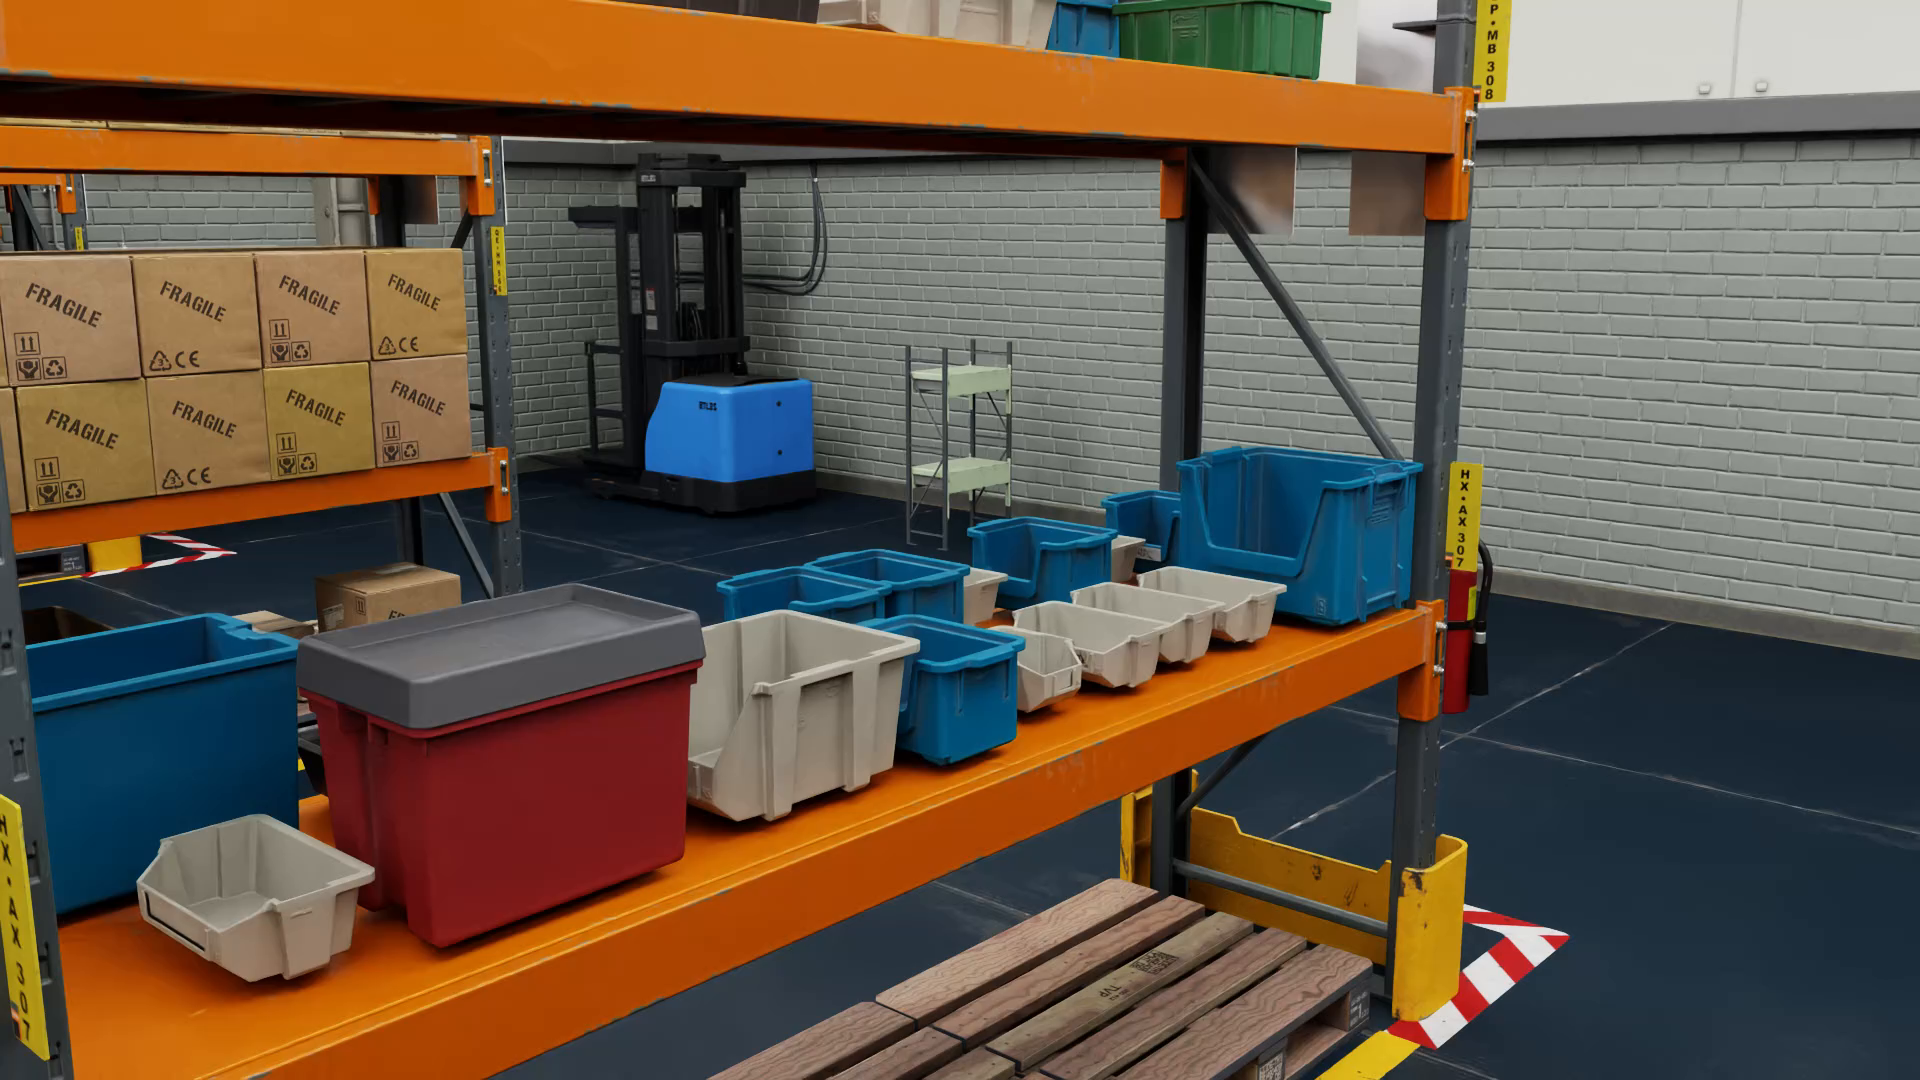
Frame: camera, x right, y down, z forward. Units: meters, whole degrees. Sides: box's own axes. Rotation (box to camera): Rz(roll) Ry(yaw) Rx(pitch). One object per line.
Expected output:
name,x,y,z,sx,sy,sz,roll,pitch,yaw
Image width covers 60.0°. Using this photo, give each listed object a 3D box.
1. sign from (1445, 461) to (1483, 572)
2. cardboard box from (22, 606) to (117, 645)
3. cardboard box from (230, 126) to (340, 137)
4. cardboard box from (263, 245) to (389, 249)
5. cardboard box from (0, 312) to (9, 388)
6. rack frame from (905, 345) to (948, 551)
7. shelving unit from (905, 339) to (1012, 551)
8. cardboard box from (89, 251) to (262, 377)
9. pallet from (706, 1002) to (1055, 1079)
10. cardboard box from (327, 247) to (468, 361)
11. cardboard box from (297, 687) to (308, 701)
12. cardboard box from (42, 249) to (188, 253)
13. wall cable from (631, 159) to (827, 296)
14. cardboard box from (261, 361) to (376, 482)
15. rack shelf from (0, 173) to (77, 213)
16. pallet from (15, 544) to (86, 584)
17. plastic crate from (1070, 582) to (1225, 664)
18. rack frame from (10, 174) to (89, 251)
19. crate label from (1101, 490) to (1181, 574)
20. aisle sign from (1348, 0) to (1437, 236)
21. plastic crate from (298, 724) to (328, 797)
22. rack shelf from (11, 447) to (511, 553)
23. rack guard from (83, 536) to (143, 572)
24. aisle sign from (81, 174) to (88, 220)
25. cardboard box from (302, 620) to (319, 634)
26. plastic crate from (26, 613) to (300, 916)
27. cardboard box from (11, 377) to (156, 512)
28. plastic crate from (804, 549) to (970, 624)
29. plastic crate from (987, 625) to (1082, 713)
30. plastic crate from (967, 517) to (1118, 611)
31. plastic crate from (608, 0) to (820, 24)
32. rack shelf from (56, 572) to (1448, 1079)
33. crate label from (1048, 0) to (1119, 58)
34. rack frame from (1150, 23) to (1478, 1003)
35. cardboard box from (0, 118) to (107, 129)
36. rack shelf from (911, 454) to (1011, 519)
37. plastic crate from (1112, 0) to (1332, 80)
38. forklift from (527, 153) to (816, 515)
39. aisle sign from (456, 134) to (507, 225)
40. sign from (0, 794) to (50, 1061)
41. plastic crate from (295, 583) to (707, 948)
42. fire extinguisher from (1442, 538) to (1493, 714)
sign,1.510,-0.070,4.985,0.100,0.325,0.005,10,15,40
cardboard box,-4.036,0.620,7.197,0.797,0.503,0.637,10,15,40
cardboard box,-3.111,-1.915,7.365,0.500,0.250,0.500,10,15,40
cardboard box,-3.123,-1.208,8.291,0.500,0.500,0.500,10,15,42
cardboard box,-4.070,-0.835,6.424,0.500,0.500,0.500,9,15,39
rack frame,-0.246,-0.681,12.290,0.400,1.500,0.023,10,15,40
shelving unit,-0.004,-0.734,12.559,0.431,1.500,0.755,10,15,40
cardboard box,-3.391,-0.986,7.184,0.500,0.500,0.500,10,15,42
pallet,-0.293,1.604,4.142,1.003,0.211,1.213,10,15,40
cardboard box,-2.719,-1.138,7.941,0.500,0.500,0.500,10,15,40
cardboard box,-3.141,0.634,7.989,0.380,0.166,0.250,10,15,40
cardboard box,-3.796,-1.057,7.536,0.500,0.500,0.500,10,15,41
wall cable,-2.354,-3.544,15.410,3.097,2.526,0.112,10,15,40
cardboard box,-3.063,-0.571,7.654,0.500,0.500,0.500,10,15,41
rack shelf,-7.676,-2.163,10.062,1.077,0.370,4.000,10,15,40
pallet,-6.825,0.156,11.392,1.003,0.211,1.213,10,15,40
plastic crate,0.482,0.226,4.444,0.396,0.136,0.243,10,15,40
rack frame,-6.356,-1.339,11.759,1.000,3.000,0.127,10,15,40
crate label,0.676,-0.012,5.387,0.416,0.233,0.303,10,15,40
aisle sign,1.354,-1.306,4.954,0.394,0.787,0.004,10,15,40
plastic crate,-1.017,0.436,3.419,0.437,0.125,0.590,10,15,40
rack shelf,-3.952,-0.052,7.152,1.077,0.370,4.000,10,15,40
rack guard,-6.340,-0.117,12.021,1.175,0.500,0.348,10,15,40
aisle sign,-6.083,-2.586,11.363,0.394,0.787,0.004,10,15,40
cardboard box,-3.332,0.528,8.519,0.380,0.166,0.250,10,15,40
plastic crate,-1.502,0.396,2.959,0.392,0.384,0.575,10,15,40
cardboard box,-3.729,-0.424,6.919,0.500,0.500,0.500,9,15,40
plastic crate,-0.193,0.182,4.417,0.416,0.233,0.300,10,15,40
plastic crate,0.135,0.316,3.992,0.298,0.136,0.250,10,15,40
plastic crate,0.241,0.085,4.902,0.416,0.233,0.300,10,15,40
plastic crate,-0.528,-1.024,2.856,0.497,0.269,0.590,10,15,40
rack shelf,-0.234,0.589,3.943,1.077,0.370,4.000,10,15,40
crate label,0.235,-1.363,4.596,0.408,0.251,0.502,10,15,40
rack frame,1.086,-0.058,5.346,1.000,3.000,0.127,10,15,40
cardboard box,-3.774,-1.768,6.631,0.500,0.250,0.500,10,15,40
rack shelf,-0.004,-0.415,12.623,0.431,0.370,0.720,10,15,40
plastic crate,0.650,-1.243,4.161,0.450,0.188,0.336,10,15,40
forklift,-2.672,-1.858,14.528,3.031,2.935,1.130,10,15,40
aisle sign,-2.357,-1.945,8.152,0.394,0.787,0.004,10,15,40
sign,-1.142,0.466,2.015,0.100,0.325,0.005,10,15,40
plastic crate,-0.776,0.370,2.882,0.402,0.464,0.583,10,15,40
fire extinguisher,1.527,0.199,5.207,0.296,0.674,0.183,10,15,40
